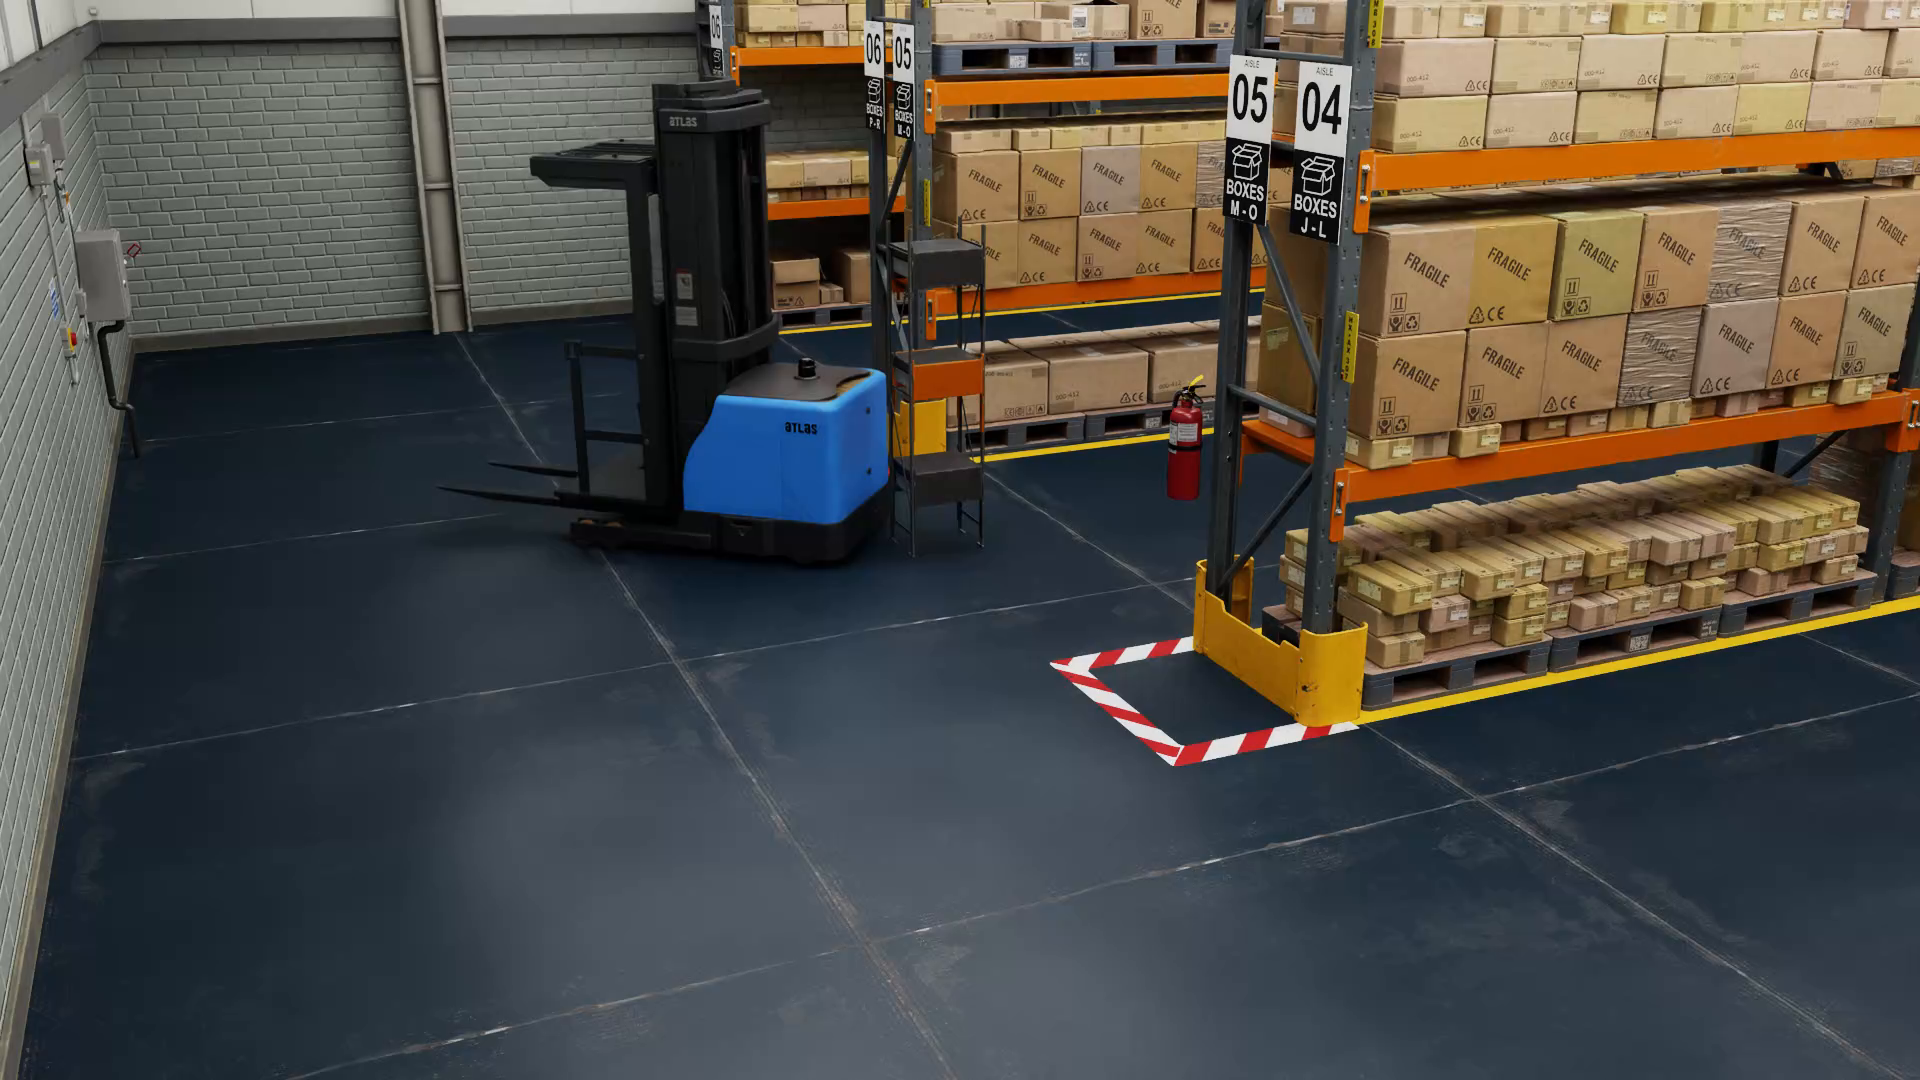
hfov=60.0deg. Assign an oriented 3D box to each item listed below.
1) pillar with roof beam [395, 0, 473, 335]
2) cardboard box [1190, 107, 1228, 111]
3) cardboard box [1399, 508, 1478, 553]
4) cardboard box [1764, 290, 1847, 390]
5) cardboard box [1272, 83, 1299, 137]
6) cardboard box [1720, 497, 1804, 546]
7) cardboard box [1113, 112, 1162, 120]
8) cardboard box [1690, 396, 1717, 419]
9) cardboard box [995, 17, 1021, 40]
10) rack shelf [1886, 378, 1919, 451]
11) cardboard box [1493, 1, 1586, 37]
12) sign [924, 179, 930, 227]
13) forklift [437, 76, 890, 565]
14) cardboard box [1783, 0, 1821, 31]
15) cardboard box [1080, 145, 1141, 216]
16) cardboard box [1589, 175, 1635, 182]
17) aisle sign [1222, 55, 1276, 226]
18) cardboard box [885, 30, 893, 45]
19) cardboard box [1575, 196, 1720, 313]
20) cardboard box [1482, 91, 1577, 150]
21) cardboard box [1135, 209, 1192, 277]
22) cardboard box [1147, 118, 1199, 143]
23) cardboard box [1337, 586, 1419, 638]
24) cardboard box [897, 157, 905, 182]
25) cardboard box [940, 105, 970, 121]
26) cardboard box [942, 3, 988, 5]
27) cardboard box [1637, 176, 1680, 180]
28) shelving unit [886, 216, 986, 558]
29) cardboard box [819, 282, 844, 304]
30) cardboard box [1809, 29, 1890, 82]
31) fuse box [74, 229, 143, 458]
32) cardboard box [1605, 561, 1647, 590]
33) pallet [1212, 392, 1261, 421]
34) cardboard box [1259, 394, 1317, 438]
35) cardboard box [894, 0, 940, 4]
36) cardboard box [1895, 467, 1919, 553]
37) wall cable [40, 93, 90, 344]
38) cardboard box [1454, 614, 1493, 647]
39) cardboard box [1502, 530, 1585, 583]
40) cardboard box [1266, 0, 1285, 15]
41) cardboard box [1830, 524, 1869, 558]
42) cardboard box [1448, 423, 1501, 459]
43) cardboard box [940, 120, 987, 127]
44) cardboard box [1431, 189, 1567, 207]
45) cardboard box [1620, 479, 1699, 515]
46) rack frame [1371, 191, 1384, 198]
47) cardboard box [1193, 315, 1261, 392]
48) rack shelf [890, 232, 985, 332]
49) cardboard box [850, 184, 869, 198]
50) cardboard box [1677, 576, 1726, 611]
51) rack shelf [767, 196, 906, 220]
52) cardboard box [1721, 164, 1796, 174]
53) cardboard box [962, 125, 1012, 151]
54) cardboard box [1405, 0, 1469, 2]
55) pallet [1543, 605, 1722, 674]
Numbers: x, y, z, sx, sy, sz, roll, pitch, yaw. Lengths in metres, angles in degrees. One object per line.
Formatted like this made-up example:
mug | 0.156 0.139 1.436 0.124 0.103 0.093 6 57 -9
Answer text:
pillar with roof beam | -3.549 -5.103 11.965 0.400 9.000 9.100 -8 21 -22
cardboard box | 2.980 -4.604 18.798 0.500 0.500 0.700 -8 21 -22
cardboard box | 2.691 -0.040 9.385 0.250 0.149 0.380 -9 21 -24
cardboard box | 4.465 -1.152 9.180 0.500 0.500 0.500 -9 21 -23
cardboard box | 1.914 -2.141 8.295 0.500 0.250 0.500 -9 21 -23
cardboard box | 4.606 -0.110 9.582 0.250 0.149 0.380 -8 21 -22
cardboard box | 1.422 -3.347 13.377 0.250 0.149 0.380 -8 21 -22
cardboard box | 3.903 -0.783 9.106 0.250 0.149 0.380 -8 21 -23
cardboard box | 0.279 -3.860 12.548 0.250 0.149 0.380 -10 22 -26
rack shelf | 7.110 -1.106 10.731 4.000 0.370 1.077 -8 21 -22
cardboard box | 2.732 -2.471 7.879 0.250 0.149 0.380 -8 21 -21
sign | -0.238 -2.428 11.979 0.005 0.325 0.100 -8 21 -22
forklift | -2.044 -1.491 10.844 3.031 2.935 1.130 6 20 16
cardboard box | 4.141 -2.686 8.491 0.250 0.149 0.380 -9 21 -24
cardboard box | 1.042 -2.788 12.767 0.500 0.500 0.500 -8 21 -22
cardboard box | 5.596 -3.443 14.627 0.500 0.500 0.500 -8 21 -22
aisle sign | 1.415 -1.964 8.170 0.004 0.787 0.394 -8 21 -22
cardboard box | -0.855 -5.094 16.834 0.250 0.149 0.380 -8 21 -23
cardboard box | 3.532 -1.492 8.638 0.500 0.500 0.500 -9 21 -24
cardboard box | 2.600 -2.050 8.036 0.500 0.250 0.500 -7 21 -20
cardboard box | 1.483 -2.383 13.122 0.500 0.500 0.500 -7 21 -20
cardboard box | 1.645 -3.180 12.905 0.250 0.149 0.380 -8 21 -22
cardboard box | 2.184 0.359 8.697 0.250 0.149 0.380 -7 21 -20
cardboard box | -0.510 -3.921 17.419 0.500 0.250 0.500 -9 21 -23
cardboard box | -0.222 -4.500 17.936 0.500 0.500 0.500 -9 21 -23
cardboard box | -0.041 -5.401 17.107 0.500 0.250 0.500 -8 21 -21
cardboard box | 6.080 -3.160 14.954 0.500 0.250 0.500 -9 21 -23
shelving unit | -0.152 -0.969 10.611 0.503 2.100 0.431 -8 21 -22
cardboard box | -1.417 -2.615 17.592 0.250 0.149 0.380 -9 21 -24
cardboard box | 4.469 -2.559 8.731 0.500 0.250 0.500 -9 21 -24
fuse box | -6.319 -1.456 12.580 0.414 1.711 0.539 -8 21 -22
cardboard box | 3.617 0.136 9.332 0.250 0.149 0.380 -7 21 -19
pallet | 2.491 -1.287 14.360 1.213 0.211 1.003 -8 21 -22
cardboard box | 1.789 -0.667 8.778 0.250 0.149 0.380 -8 21 -22
cardboard box | -0.521 -5.569 16.832 0.500 0.250 0.500 -8 21 -20
cardboard box | 6.058 -0.218 10.256 0.500 0.500 0.500 -7 21 -20
wall cable | -6.193 -2.314 11.547 0.122 1.984 0.588 -8 21 -22
cardboard box | 2.642 0.425 8.959 0.250 0.149 0.380 -8 21 -21
cardboard box | 3.158 0.086 9.026 0.250 0.149 0.380 -7 21 -20
cardboard box | 2.597 -4.373 13.475 0.500 0.500 0.500 -8 21 -21
cardboard box | 5.111 -0.038 9.825 0.250 0.149 0.380 -8 21 -21
cardboard box | 2.514 -0.546 8.434 0.250 0.149 0.380 -9 21 -23
cardboard box | 0.021 -3.126 12.752 0.250 0.149 0.380 -8 21 -21
cardboard box | 2.862 -1.589 8.915 0.500 0.500 0.500 -7 21 -19
cardboard box | 4.156 -0.227 9.914 0.250 0.149 0.380 -9 21 -23
rack frame | 3.221 -2.679 14.114 0.127 3.000 1.000 -8 21 -22
cardboard box | 2.602 -1.618 14.328 0.875 0.438 0.875 -8 21 -23
rack shelf | -0.152 -1.616 10.384 0.480 0.518 0.431 -8 21 -22
cardboard box | -1.071 -3.651 17.252 0.250 0.149 0.380 -8 21 -21
cardboard box | 4.099 0.256 9.439 0.250 0.149 0.380 -8 21 -22
rack shelf | -0.585 -3.590 17.783 4.000 0.370 1.077 -8 21 -22
cardboard box | 7.398 -3.579 15.440 0.500 0.500 0.500 -9 21 -23
cardboard box | 0.196 -2.996 12.381 0.250 0.149 0.380 -8 21 -21
cardboard box | 2.291 -2.594 8.230 0.250 0.149 0.380 -9 21 -24
pallet | 3.549 0.394 9.586 1.213 0.211 1.003 -8 21 -22
